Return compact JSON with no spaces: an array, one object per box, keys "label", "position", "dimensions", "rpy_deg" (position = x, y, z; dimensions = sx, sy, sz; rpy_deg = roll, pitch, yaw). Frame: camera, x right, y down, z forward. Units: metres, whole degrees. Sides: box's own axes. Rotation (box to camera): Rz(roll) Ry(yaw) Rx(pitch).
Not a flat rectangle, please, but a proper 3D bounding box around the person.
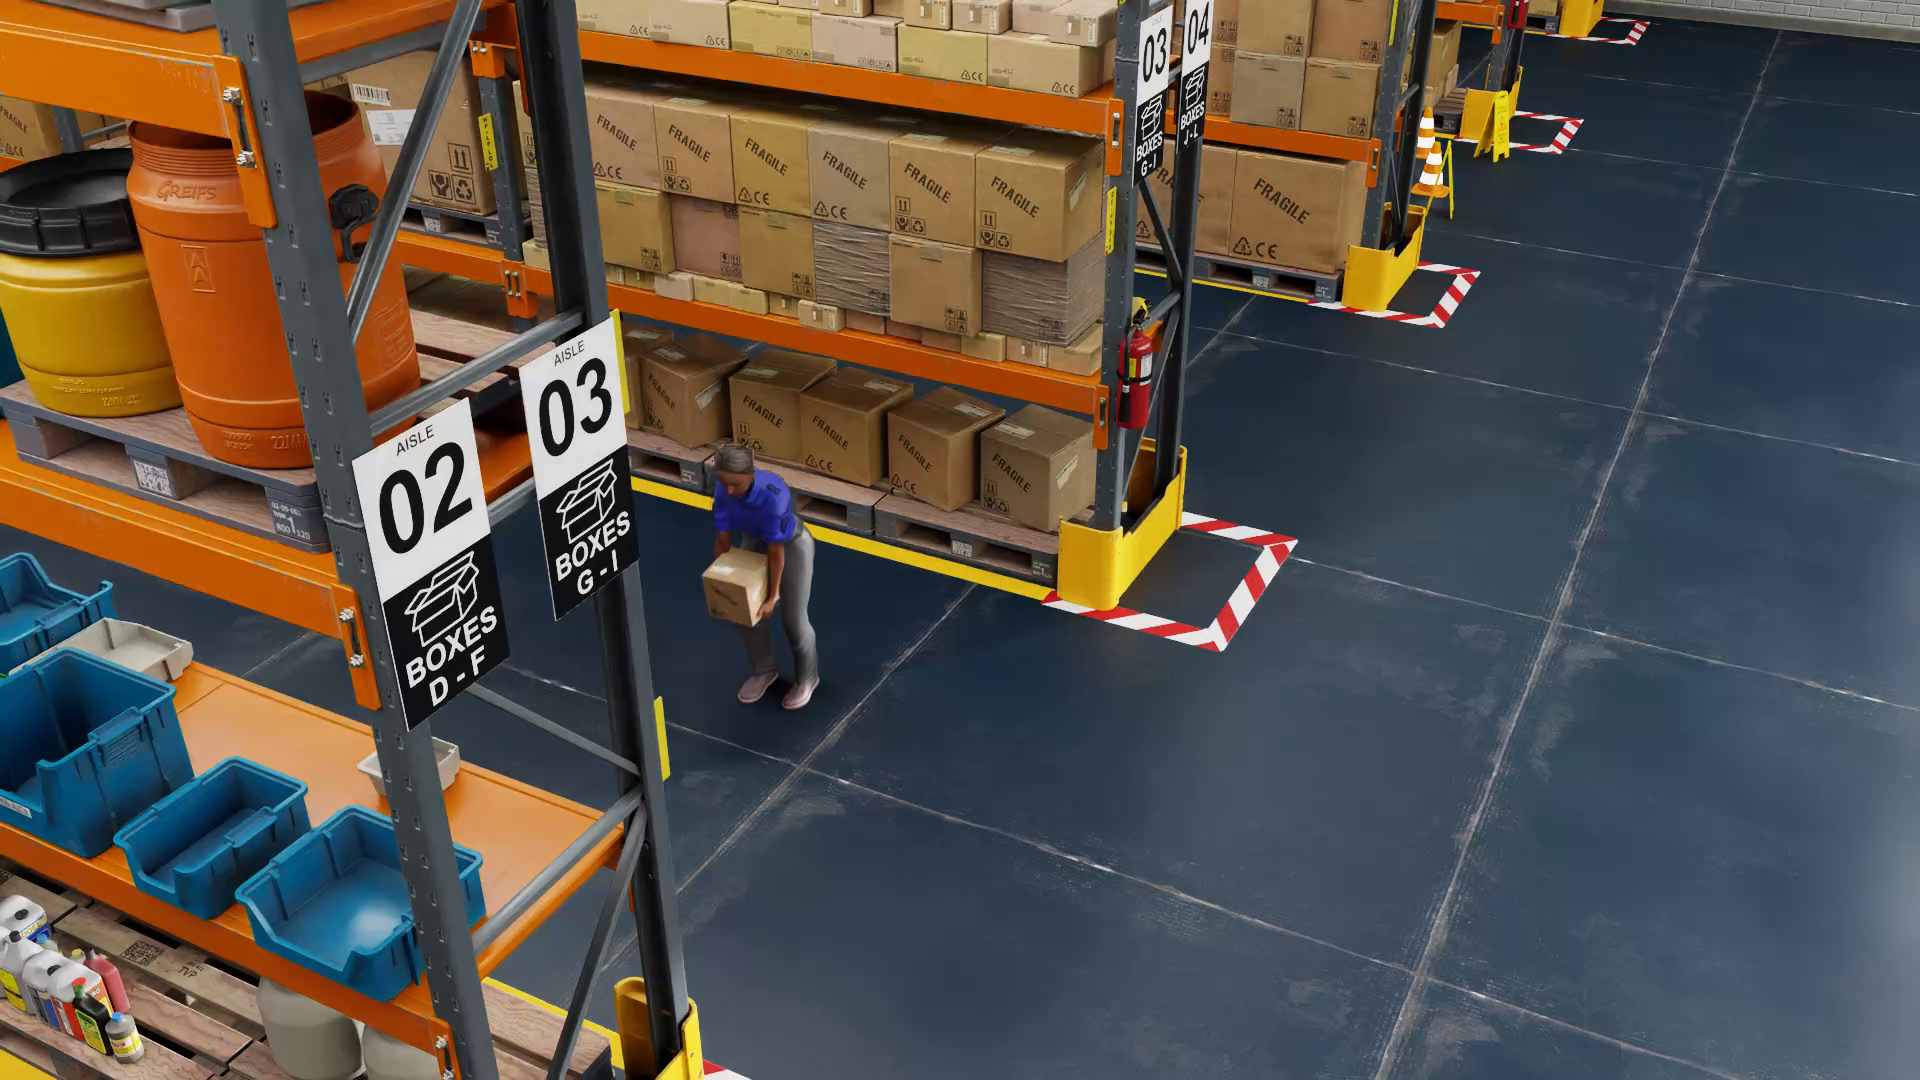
[{"label":"person","position":[-0.961,0.154,8.141],"dimensions":[0.407,1.550,0.596],"rpy_deg":[14,33,22]}]
